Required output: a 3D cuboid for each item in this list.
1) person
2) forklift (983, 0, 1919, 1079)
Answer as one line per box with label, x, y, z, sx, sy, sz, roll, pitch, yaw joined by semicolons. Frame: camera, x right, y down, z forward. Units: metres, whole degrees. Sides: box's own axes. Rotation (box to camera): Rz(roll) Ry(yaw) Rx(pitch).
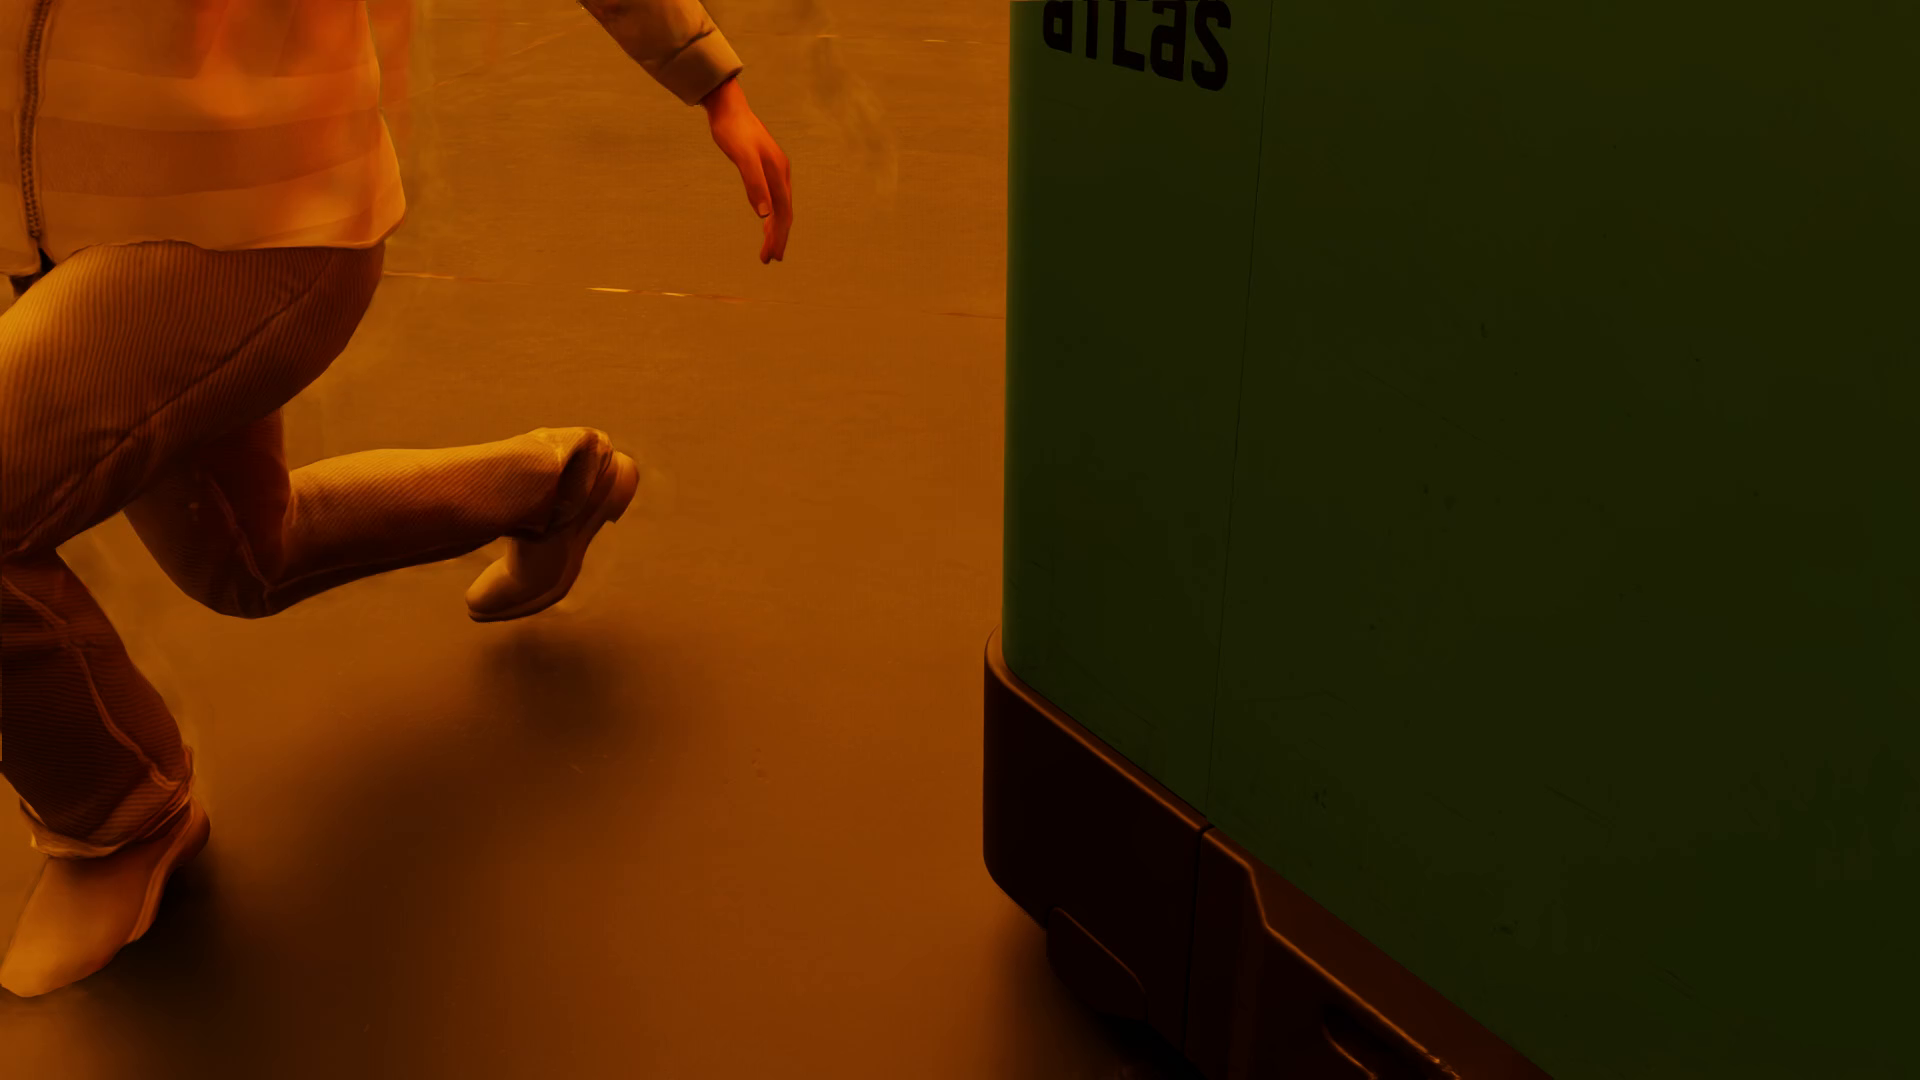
person;-0.640;-0.370;1.624;0.731;1.542;0.956;10;28;19
forklift;1.264;-0.503;0.243;1.130;2.935;3.031;-17;31;-30
